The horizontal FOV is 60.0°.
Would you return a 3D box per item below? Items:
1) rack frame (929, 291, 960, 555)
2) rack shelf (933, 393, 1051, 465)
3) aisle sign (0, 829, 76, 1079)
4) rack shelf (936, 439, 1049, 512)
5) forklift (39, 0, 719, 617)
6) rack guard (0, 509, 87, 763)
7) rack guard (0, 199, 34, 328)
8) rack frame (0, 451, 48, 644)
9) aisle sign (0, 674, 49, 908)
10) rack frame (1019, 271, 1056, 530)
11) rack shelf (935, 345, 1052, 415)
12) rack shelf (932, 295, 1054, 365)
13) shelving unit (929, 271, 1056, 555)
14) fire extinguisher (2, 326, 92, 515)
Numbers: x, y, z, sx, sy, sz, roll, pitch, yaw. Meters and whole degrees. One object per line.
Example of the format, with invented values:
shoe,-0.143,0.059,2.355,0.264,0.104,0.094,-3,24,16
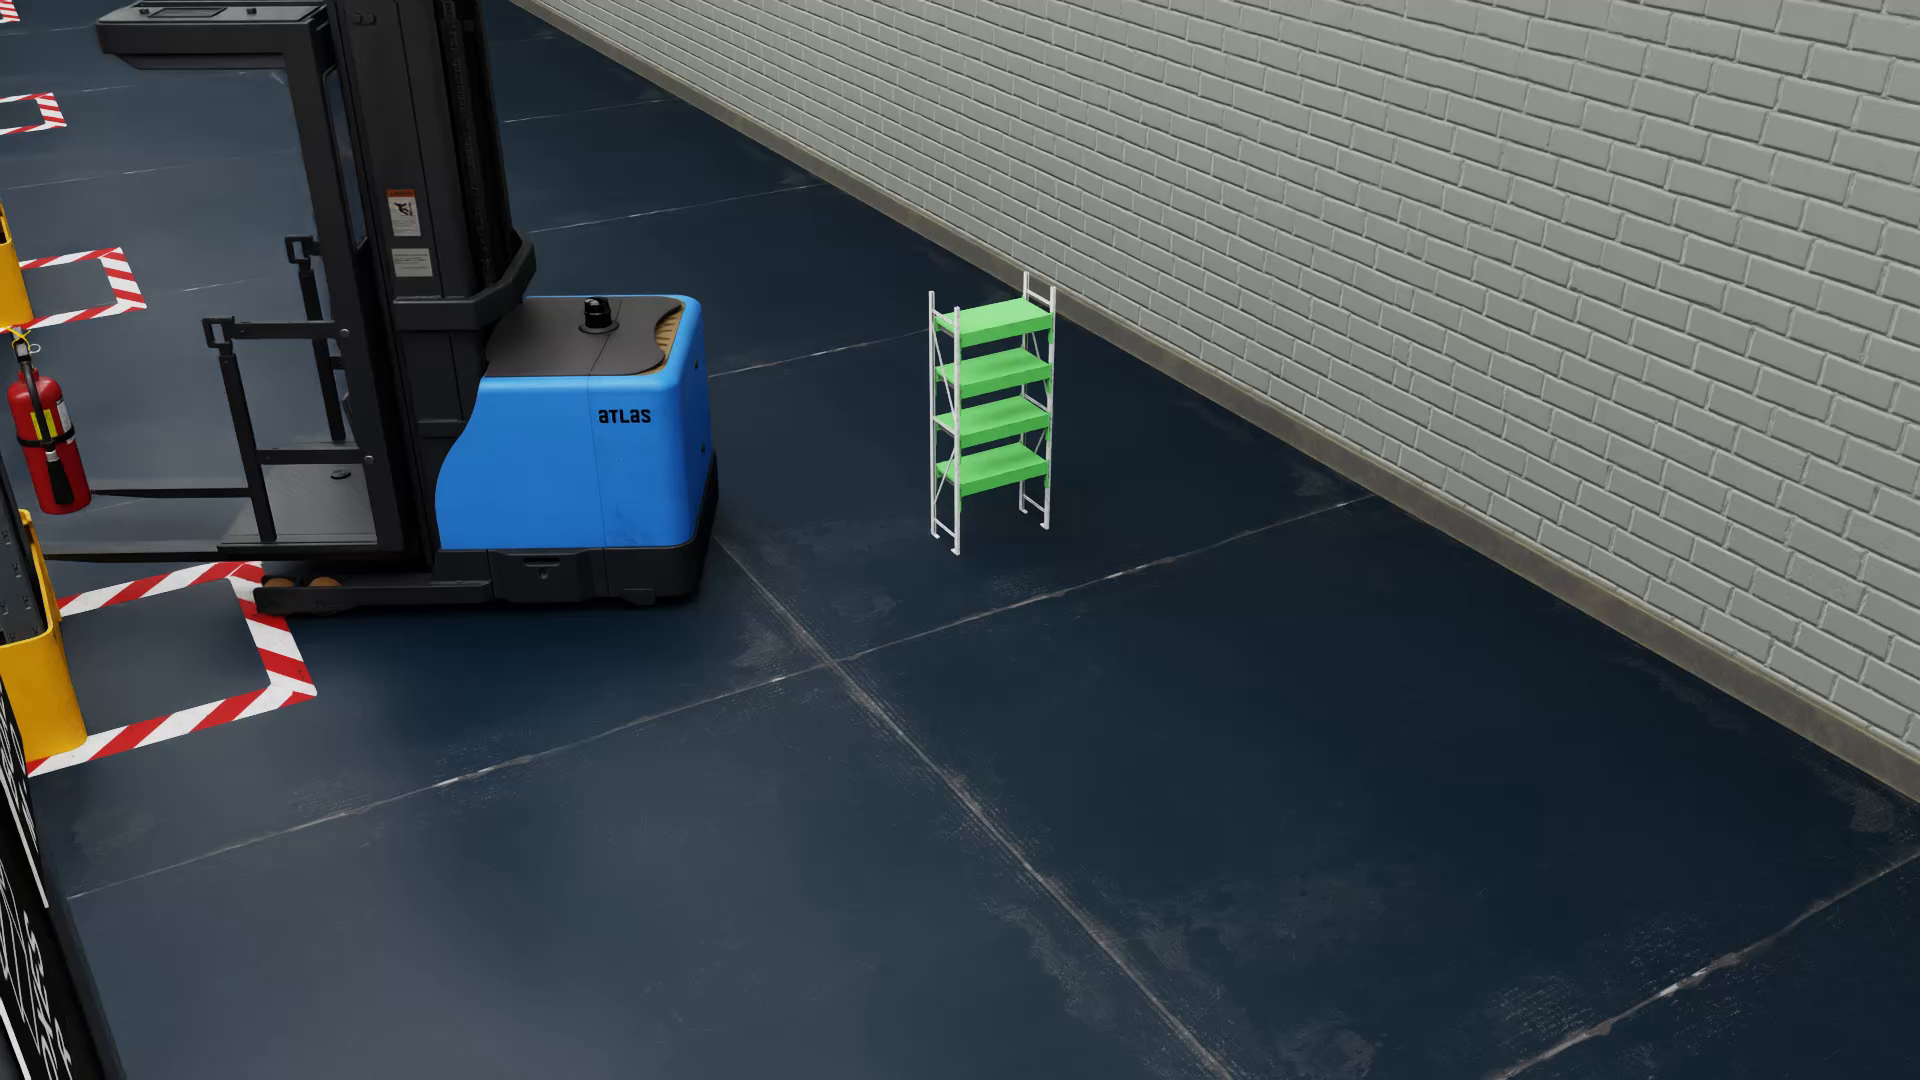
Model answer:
rack frame,-0.068,-0.506,7.425,0.015,1.200,0.240,-16,33,-26
rack shelf,0.143,-0.510,7.564,0.480,0.148,0.258,-16,33,-26
aisle sign,-0.882,0.260,1.483,0.004,0.787,0.394,-16,33,-26
rack shelf,0.143,-0.300,7.680,0.480,0.148,0.258,-16,33,-26
forklift,-2.660,-1.211,6.911,3.031,2.935,1.130,-1,29,-1
rack guard,-3.761,0.363,6.575,0.348,0.500,1.175,-16,33,-26
rack guard,-6.100,-1.753,10.409,0.348,0.500,1.175,-16,33,-26
rack frame,-3.696,-0.750,6.005,0.127,3.000,1.000,-16,33,-26
aisle sign,-1.185,0.010,1.936,0.004,0.787,0.394,-16,33,-26
rack frame,0.353,-0.626,7.642,0.015,1.200,0.240,-16,33,-26
rack shelf,0.143,-0.720,7.448,0.480,0.148,0.258,-16,33,-26
rack shelf,0.143,-0.930,7.332,0.480,0.148,0.258,-16,33,-26
shelving unit,0.143,-0.566,7.534,0.503,1.200,0.258,-16,33,-26
fire extinguisher,-3.245,-0.423,5.877,0.183,0.674,0.296,-16,33,-26
